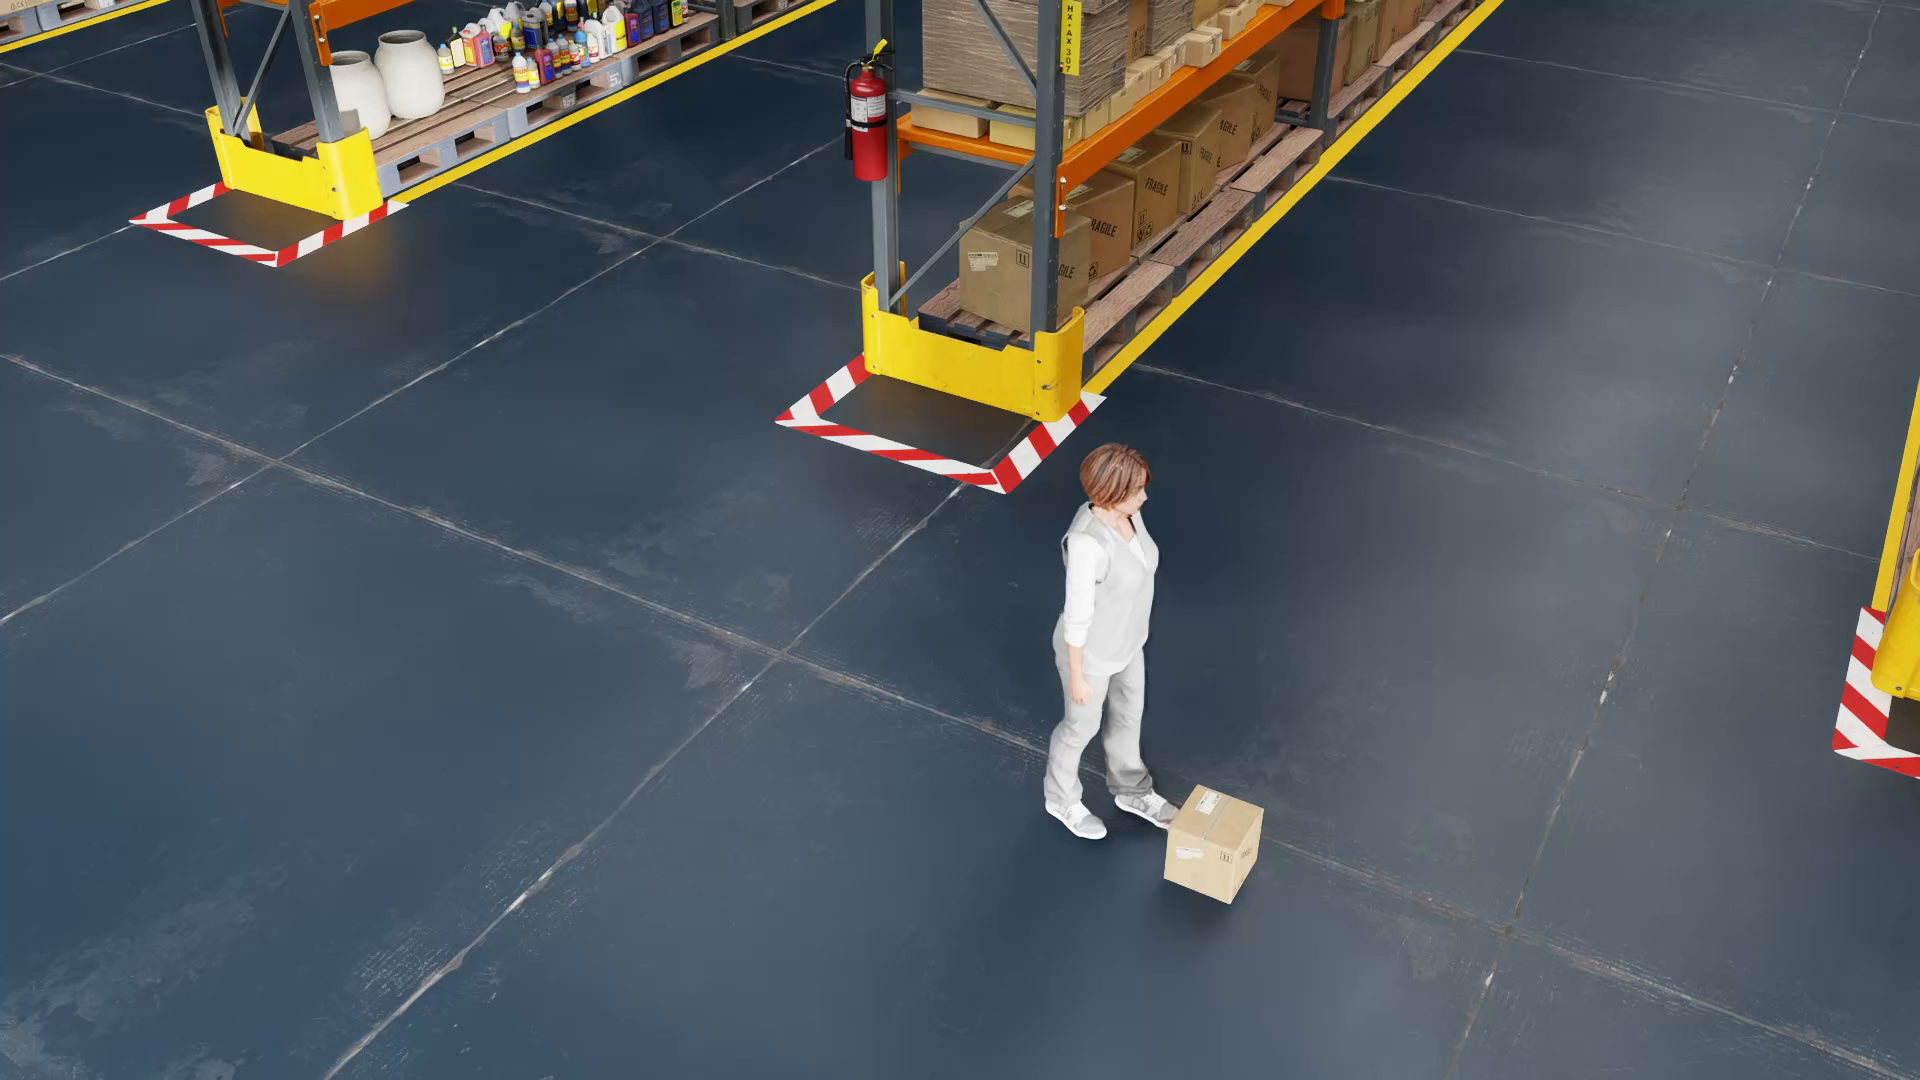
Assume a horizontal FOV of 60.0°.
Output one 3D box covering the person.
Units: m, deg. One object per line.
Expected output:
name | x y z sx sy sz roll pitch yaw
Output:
person | 0.524 0.386 5.593 0.502 1.588 0.438 18 39 24
